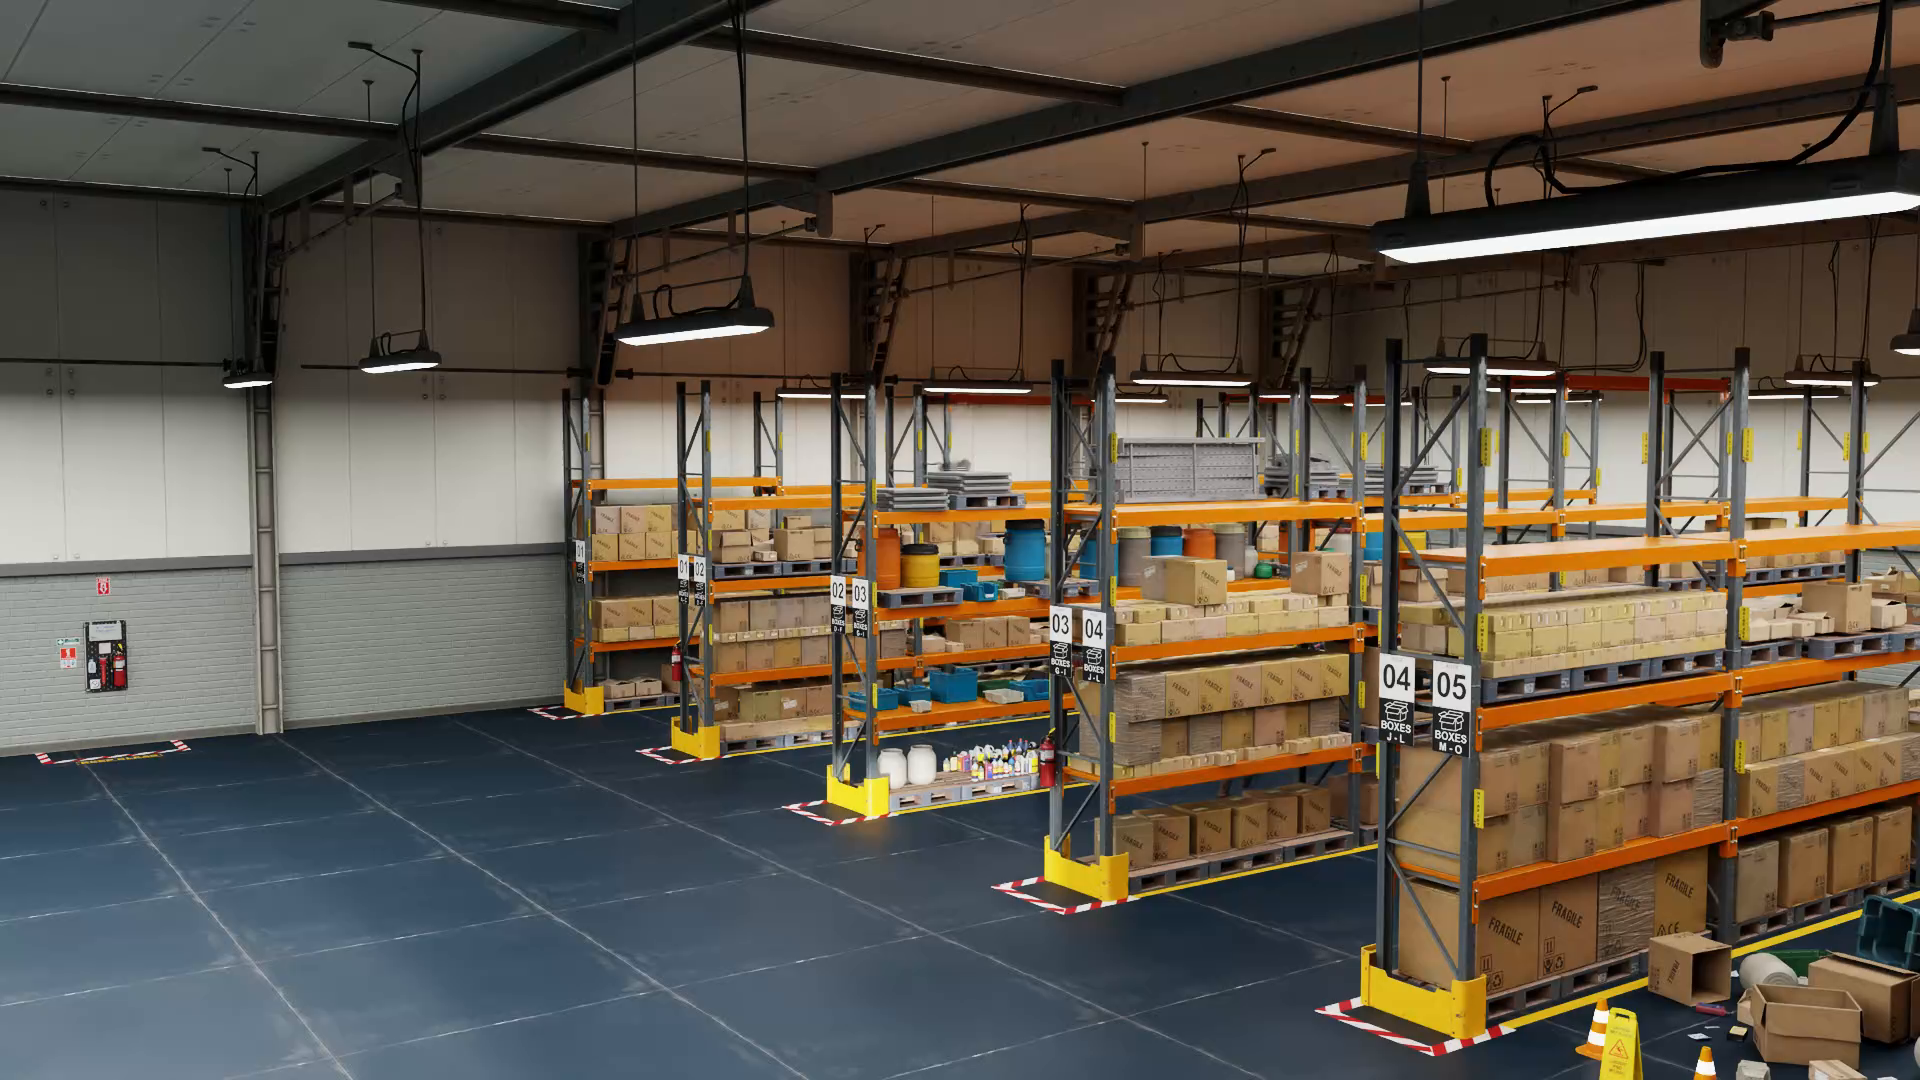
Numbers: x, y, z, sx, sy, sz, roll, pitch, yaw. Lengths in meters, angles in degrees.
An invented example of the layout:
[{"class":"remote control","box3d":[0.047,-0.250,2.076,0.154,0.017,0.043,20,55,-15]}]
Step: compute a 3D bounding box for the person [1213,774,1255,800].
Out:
[{"class":"person","box3d":[3.865,2.831,23.290,0.895,1.713,0.683,-3,5,-40]}]
